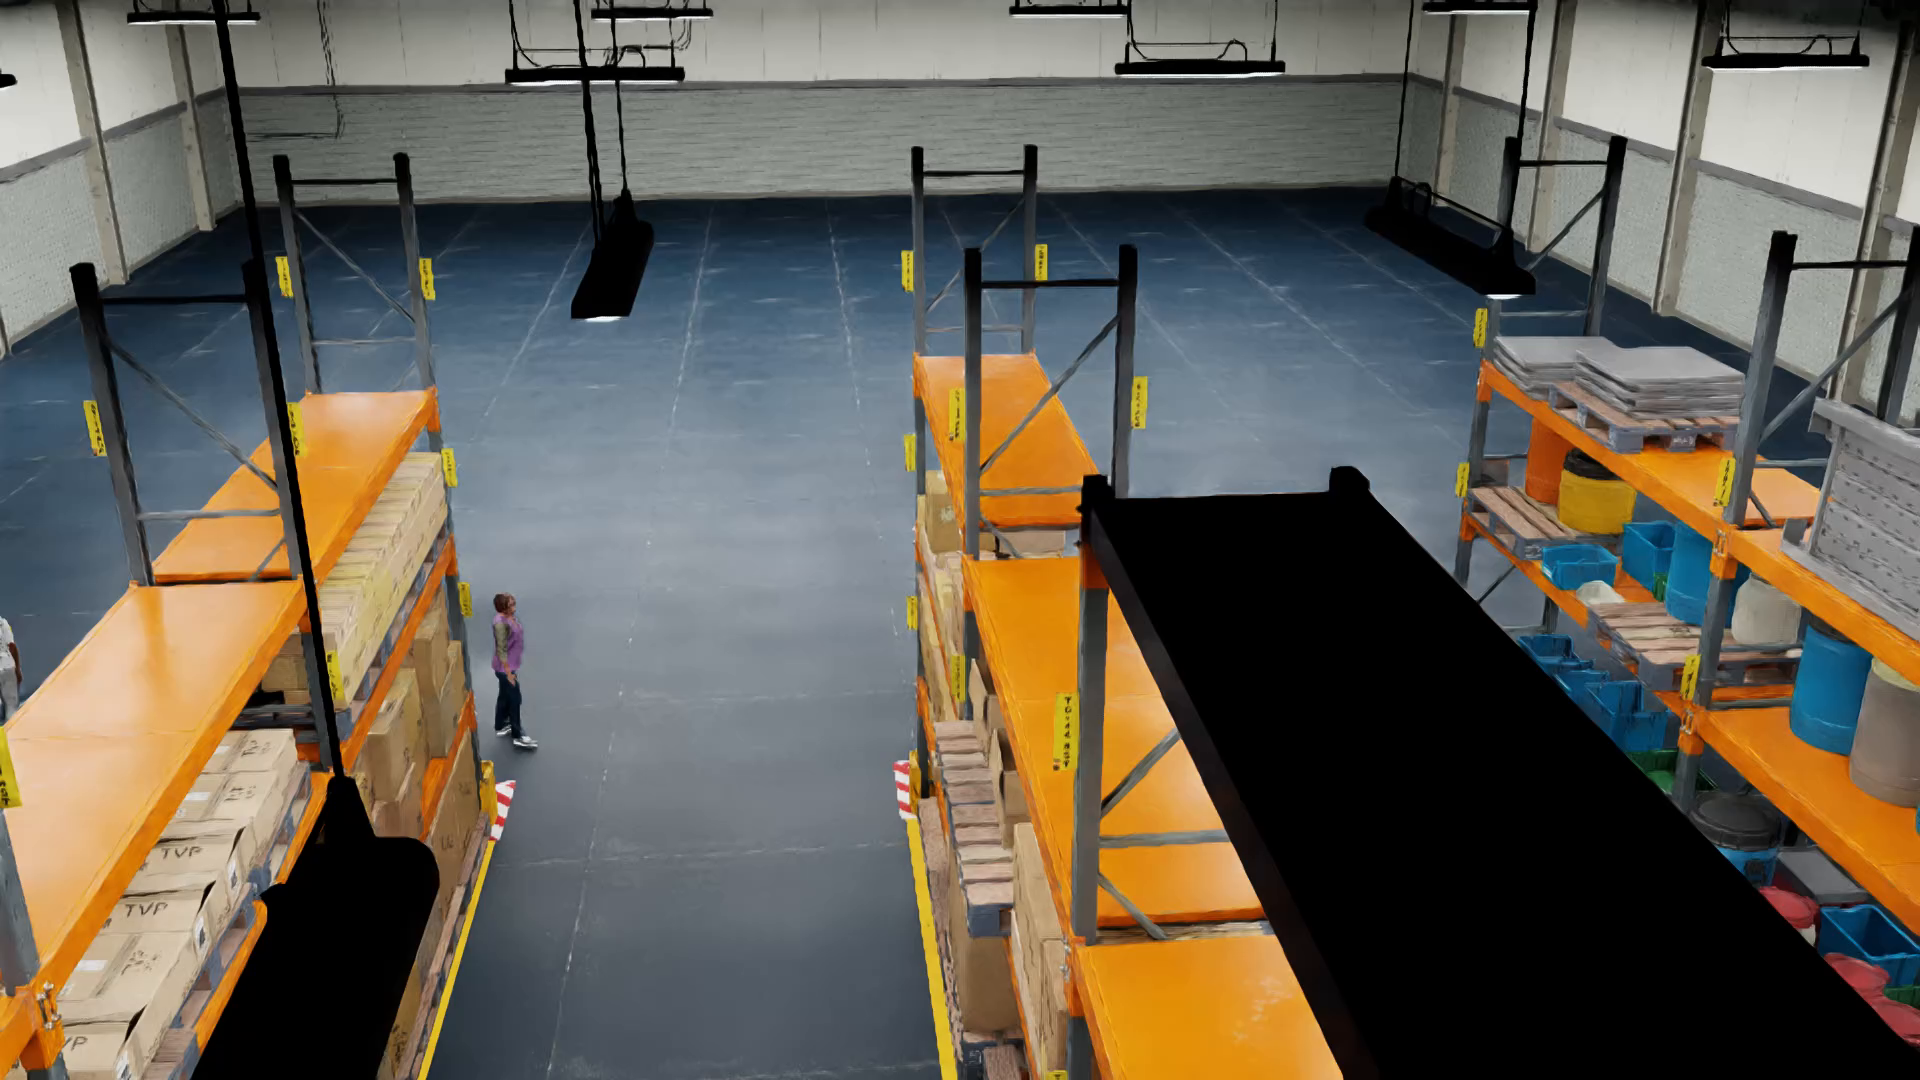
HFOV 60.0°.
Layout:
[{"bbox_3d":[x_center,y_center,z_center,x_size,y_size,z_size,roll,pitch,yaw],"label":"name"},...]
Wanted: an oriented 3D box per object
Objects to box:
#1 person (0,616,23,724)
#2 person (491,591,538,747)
[{"bbox_3d":[-9.436,1.274,16.228,0.489,1.626,0.938,-12,24,-27],"label":"person"},{"bbox_3d":[-4.426,1.233,16.346,0.443,1.595,0.518,-3,22,-8],"label":"person"}]
